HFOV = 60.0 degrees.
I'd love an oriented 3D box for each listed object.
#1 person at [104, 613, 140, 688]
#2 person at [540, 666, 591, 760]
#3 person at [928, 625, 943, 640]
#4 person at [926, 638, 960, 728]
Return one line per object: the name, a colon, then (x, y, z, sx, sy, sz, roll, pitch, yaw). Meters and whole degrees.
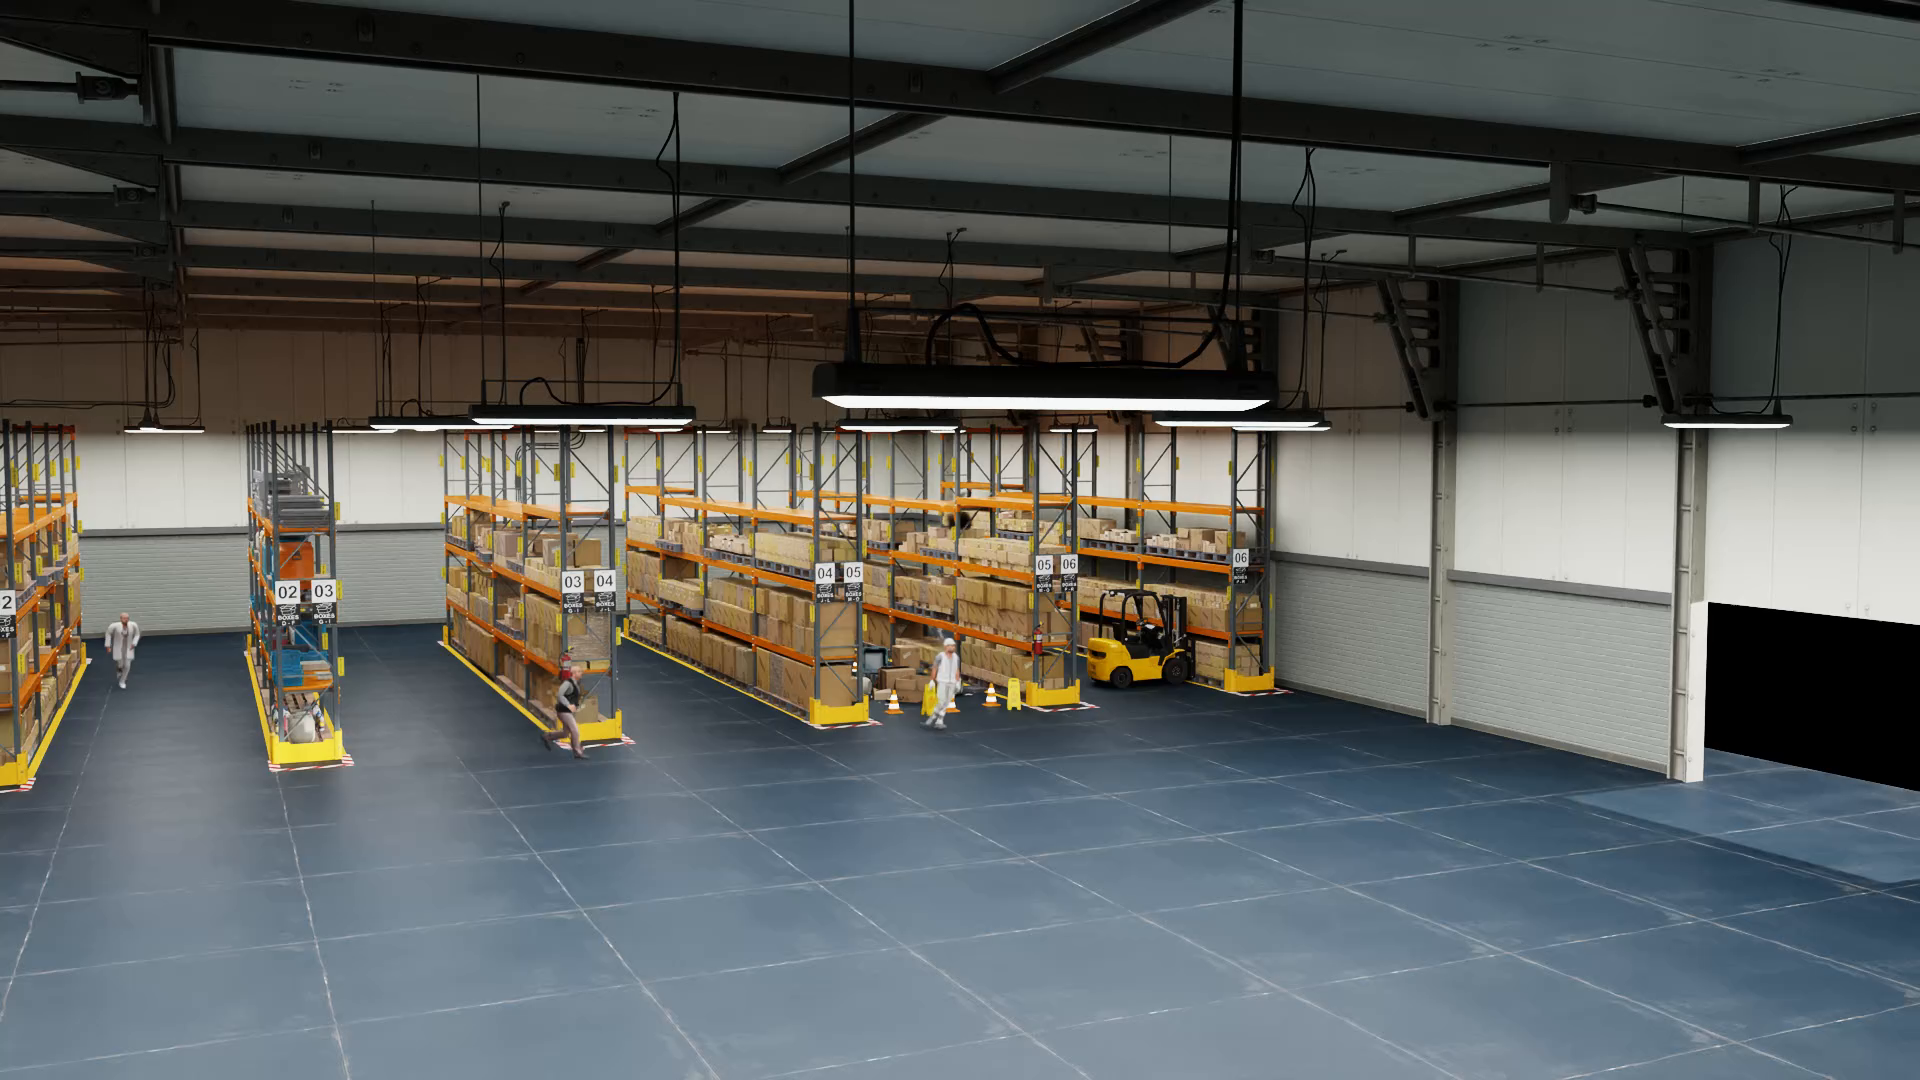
person: (-19.110, 2.502, 37.947, 0.721, 1.712, 0.704, -3, 5, -39)
person: (-7.012, 3.048, 29.362, 0.928, 1.674, 0.662, 1, 4, 12)
person: (-0.668, 1.982, 45.932, 0.662, 1.742, 0.836, -3, 4, -36)
person: (-0.321, 2.797, 32.455, 0.674, 1.759, 0.485, -2, 4, -32)
